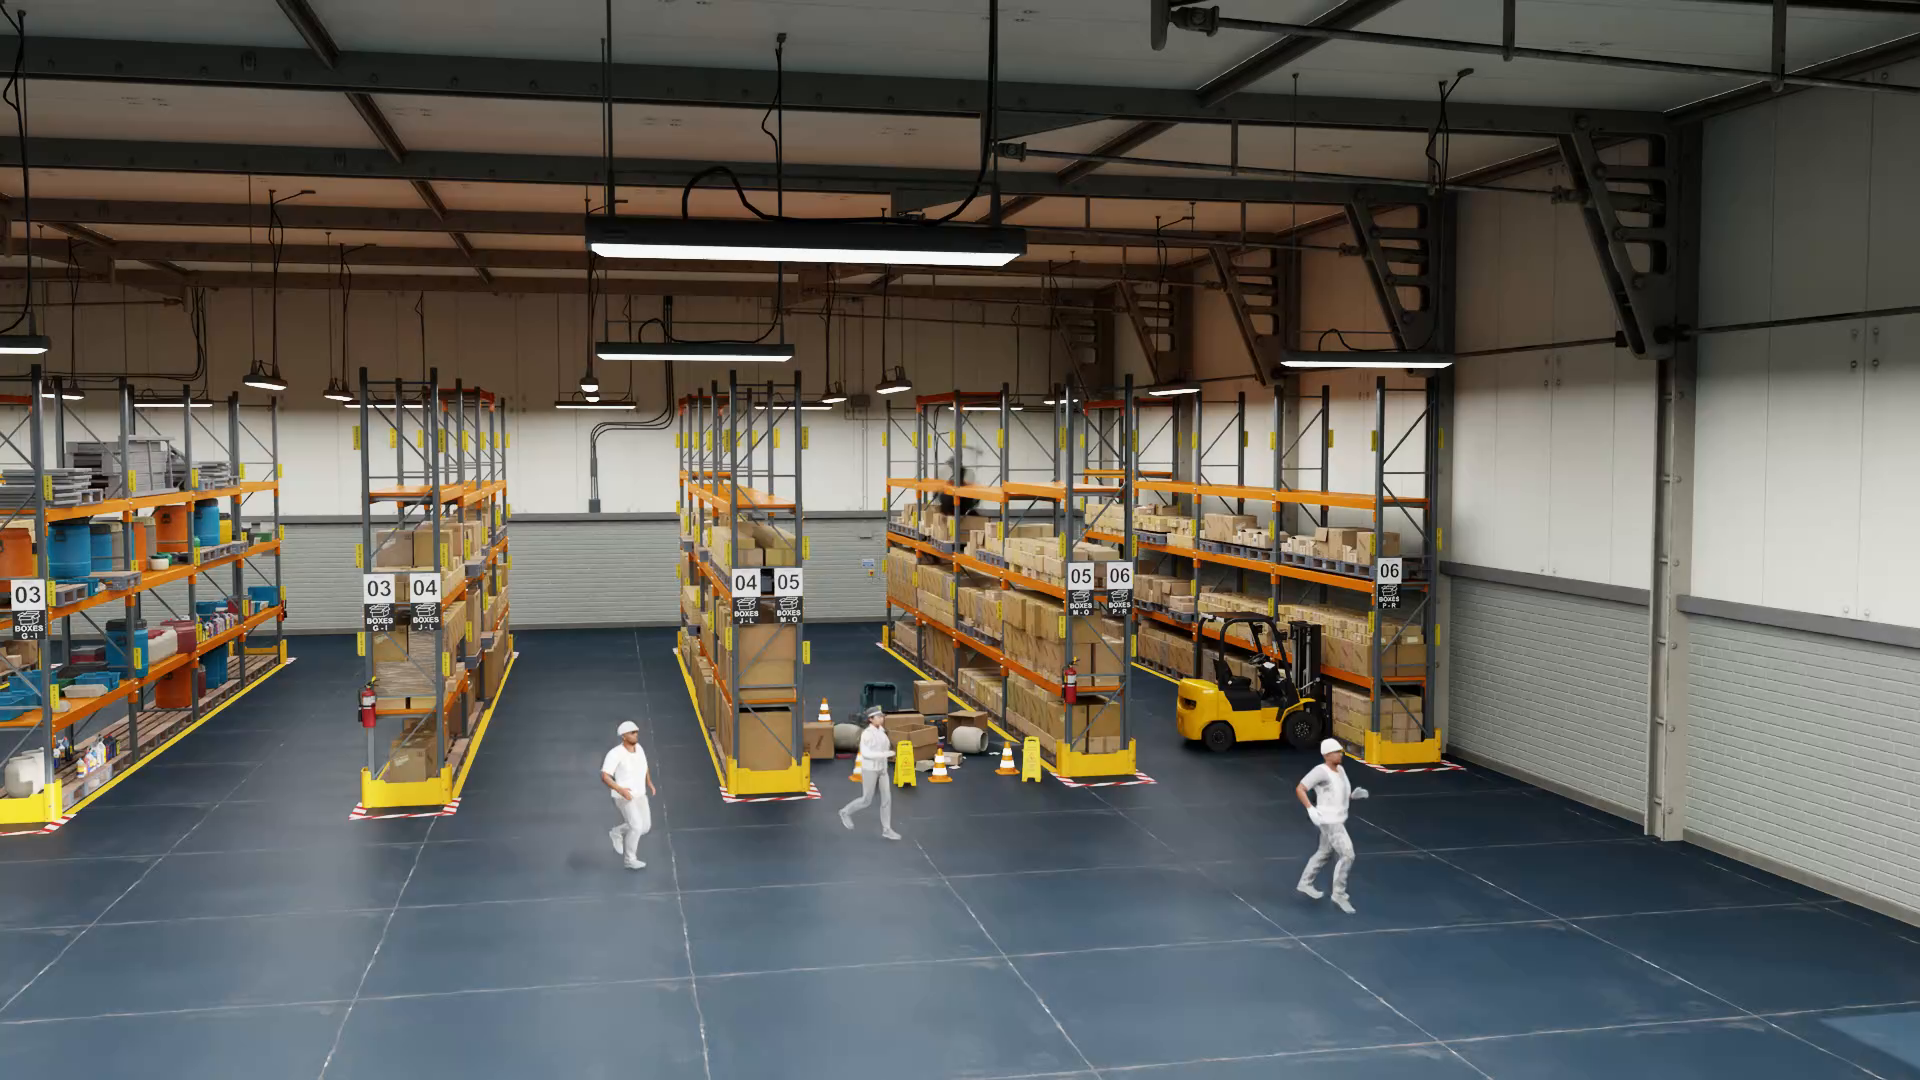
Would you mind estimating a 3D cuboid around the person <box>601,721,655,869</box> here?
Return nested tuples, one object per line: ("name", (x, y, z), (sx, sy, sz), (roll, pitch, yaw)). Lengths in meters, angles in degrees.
("person", (-3.927, 2.978, 19.526), (0.622, 1.723, 0.749), (2, 4, 29))

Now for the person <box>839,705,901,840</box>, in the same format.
("person", (-1.110, 2.897, 20.927), (0.886, 1.675, 0.612), (2, 4, 31))

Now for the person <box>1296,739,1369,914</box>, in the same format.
("person", (3.978, 3.050, 17.823), (0.781, 1.847, 0.660), (2, 4, 29))
